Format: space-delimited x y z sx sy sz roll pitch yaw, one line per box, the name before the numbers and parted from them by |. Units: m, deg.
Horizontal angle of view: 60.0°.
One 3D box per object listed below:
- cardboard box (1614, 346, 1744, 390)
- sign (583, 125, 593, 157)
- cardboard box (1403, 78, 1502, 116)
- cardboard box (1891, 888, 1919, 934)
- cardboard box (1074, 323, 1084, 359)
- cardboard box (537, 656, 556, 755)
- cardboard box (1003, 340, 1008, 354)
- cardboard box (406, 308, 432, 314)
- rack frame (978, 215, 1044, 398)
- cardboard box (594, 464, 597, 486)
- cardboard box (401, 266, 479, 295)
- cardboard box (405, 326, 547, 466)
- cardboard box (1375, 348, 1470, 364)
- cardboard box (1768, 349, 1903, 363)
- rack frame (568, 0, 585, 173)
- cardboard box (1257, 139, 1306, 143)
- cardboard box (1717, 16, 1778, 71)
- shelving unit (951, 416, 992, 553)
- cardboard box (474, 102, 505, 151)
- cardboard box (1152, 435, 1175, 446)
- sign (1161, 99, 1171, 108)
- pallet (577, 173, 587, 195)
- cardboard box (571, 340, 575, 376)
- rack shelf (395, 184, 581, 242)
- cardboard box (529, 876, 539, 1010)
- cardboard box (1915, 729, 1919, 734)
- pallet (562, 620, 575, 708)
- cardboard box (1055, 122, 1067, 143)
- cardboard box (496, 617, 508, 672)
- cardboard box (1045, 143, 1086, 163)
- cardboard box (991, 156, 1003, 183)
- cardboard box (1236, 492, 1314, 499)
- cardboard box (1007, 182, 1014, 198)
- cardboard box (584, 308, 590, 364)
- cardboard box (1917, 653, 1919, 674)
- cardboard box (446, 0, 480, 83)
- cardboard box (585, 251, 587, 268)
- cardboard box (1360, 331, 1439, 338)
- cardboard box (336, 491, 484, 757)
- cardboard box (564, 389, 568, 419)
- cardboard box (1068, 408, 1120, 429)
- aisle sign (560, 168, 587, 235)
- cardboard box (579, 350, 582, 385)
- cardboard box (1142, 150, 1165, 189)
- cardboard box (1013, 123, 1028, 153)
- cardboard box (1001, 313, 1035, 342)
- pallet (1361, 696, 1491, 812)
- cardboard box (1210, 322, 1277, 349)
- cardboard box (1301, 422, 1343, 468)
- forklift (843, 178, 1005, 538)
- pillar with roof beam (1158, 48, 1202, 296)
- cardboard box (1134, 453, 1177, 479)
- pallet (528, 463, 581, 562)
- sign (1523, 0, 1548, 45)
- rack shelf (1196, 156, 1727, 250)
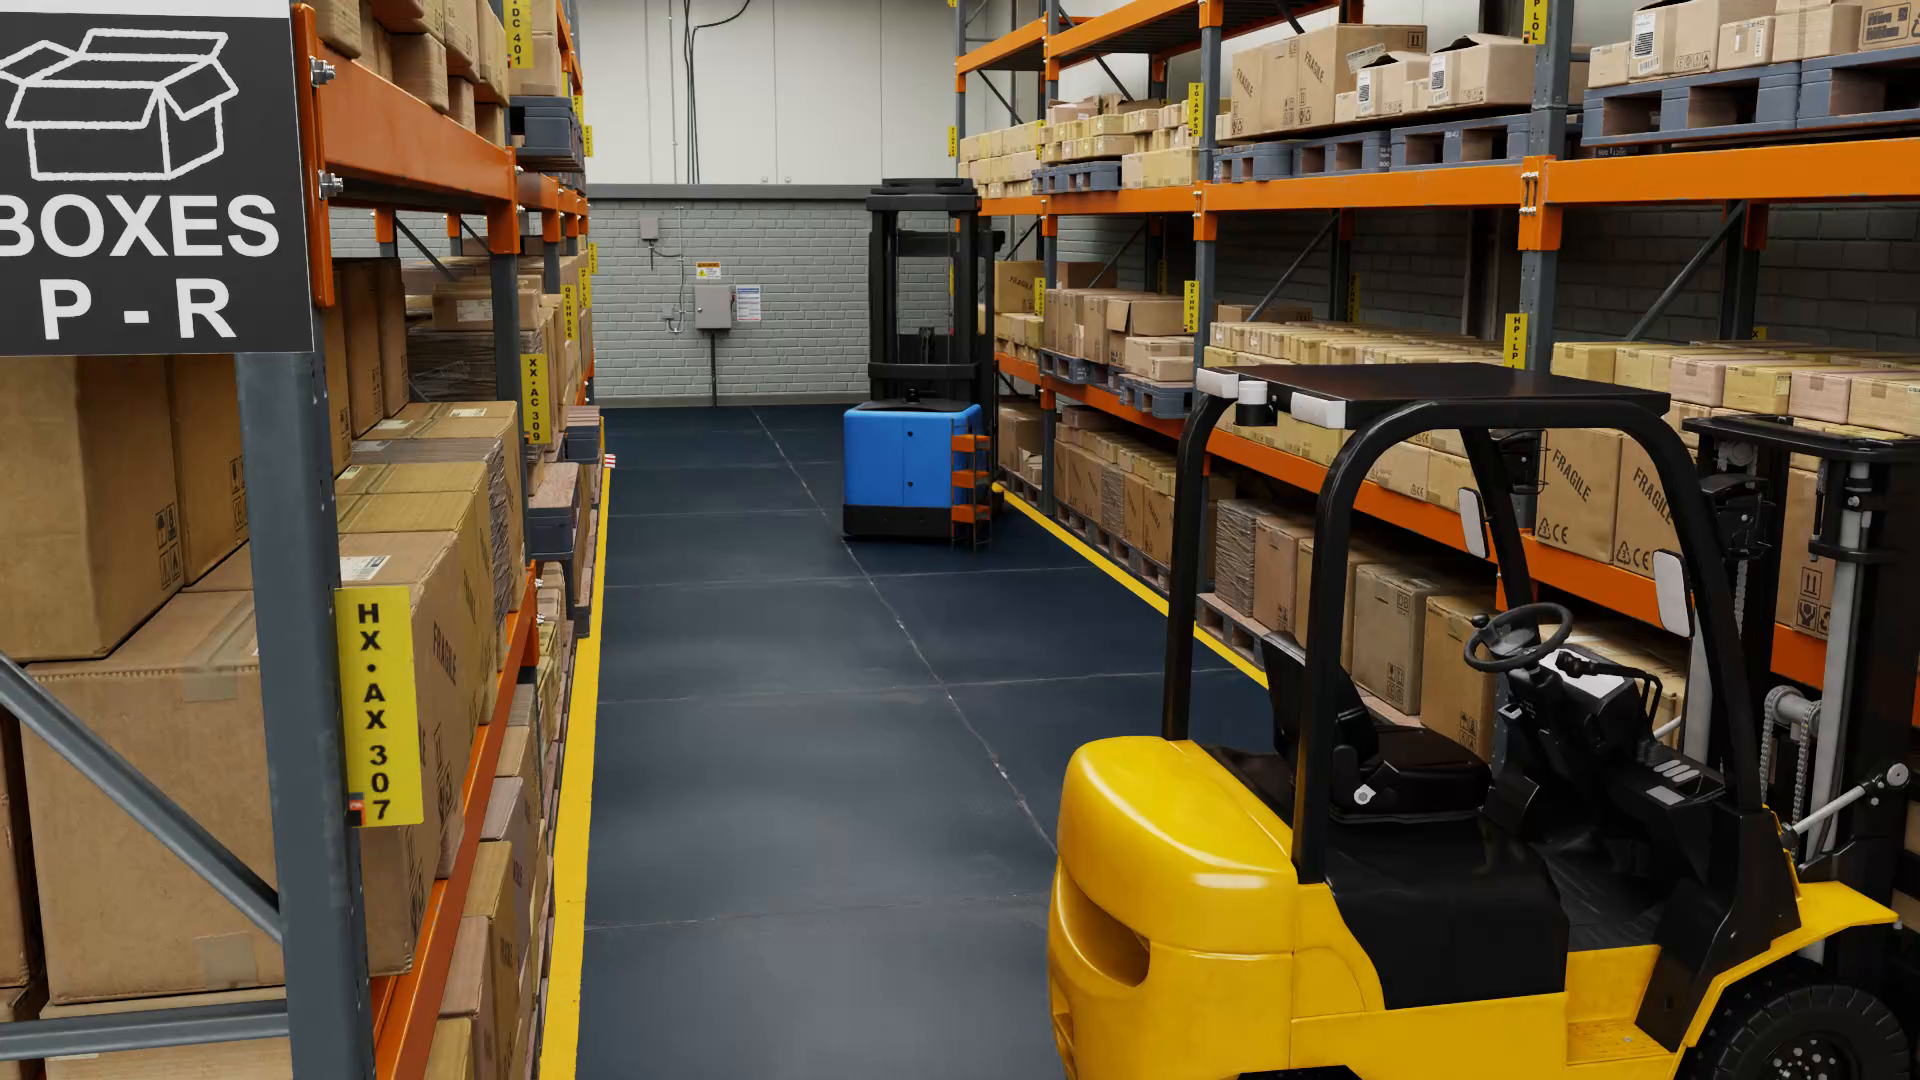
cardboard box | 2.717 -0.649 6.284 0.380 0.149 0.250 -2 11 -10
sign | -3.878 -4.155 17.323 0.100 0.325 0.005 -2 11 -11
cardboard box | 2.277 -2.044 7.673 0.380 0.149 0.250 -2 11 -11
cardboard box | 2.957 1.120 4.682 0.500 0.250 0.500 -2 11 -12
cardboard box | 1.127 -1.587 13.247 0.396 0.266 0.258 -2 11 -8
cardboard box | -2.327 0.790 7.429 0.950 0.372 0.625 -1 11 -7
cardboard box | 0.640 -1.925 16.459 0.380 0.149 0.250 -2 11 -11
cardboard box | -2.689 -0.827 7.831 0.500 0.500 0.500 -3 11 -13
rack frame | 0.455 -2.449 18.541 1.000 3.000 0.127 -2 11 -11
cardboard box | -3.827 -0.765 15.423 0.875 0.438 0.875 -2 11 -13
cardboard box | -3.215 -1.426 10.225 0.500 0.500 0.500 -2 11 -13
cardboard box | -1.889 -0.565 6.455 0.500 0.500 0.500 -2 11 -10
cardboard box | 2.270 -0.858 8.178 0.380 0.149 0.250 -2 11 -12
cardboard box | 3.220 -0.619 6.127 0.380 0.149 0.250 -2 11 -12
rack frame | -4.413 -5.215 17.028 1.000 3.000 0.127 -2 11 -11
cardboard box | 2.174 -2.653 10.926 0.380 0.149 0.250 -2 11 -10
cardboard box | 2.728 -1.619 5.441 0.380 0.149 0.250 -2 11 -9
shelving unit | 0.090 -0.441 13.205 0.252 1.050 0.215 10 14 41
cardboard box | -1.718 -1.370 5.522 0.380 0.149 0.250 -2 11 -11
cardboard box | 1.776 -0.764 13.518 0.380 0.149 0.250 -2 11 -9
sign | 1.777 -3.657 14.430 0.100 0.325 0.005 -2 11 -11
pallet | -4.259 -3.562 16.604 1.003 0.211 1.213 -2 11 -11
cardboard box | -2.898 -1.261 11.363 0.500 0.250 0.500 -2 11 -11
rack shelf | -3.246 -2.287 11.594 1.077 0.370 4.000 -2 11 -11
cardboard box | -1.587 1.274 5.214 0.500 0.250 0.500 -2 11 -13
cardboard box | 3.379 0.766 5.206 0.500 0.250 0.500 -2 11 -12
pallet | -2.707 0.713 9.387 1.003 0.211 1.213 -2 11 -11
cardboard box | 0.990 -3.302 13.485 0.380 0.149 0.250 -2 11 -12
cardboard box | -1.517 0.291 4.819 0.380 0.149 0.250 -2 11 -12
cardboard box | 0.917 -3.203 13.761 0.380 0.149 0.250 -2 11 -10
cardboard box | 0.603 -3.623 16.291 0.500 0.250 0.500 -2 11 -12
cardboard box | 2.204 -0.047 11.486 0.500 0.500 0.500 -2 11 -9
cardboard box | 0.663 -3.357 15.958 0.380 0.149 0.250 -2 11 -10
cardboard box | -3.654 -1.863 15.193 0.500 0.500 0.500 -2 11 -11
cardboard box | 3.022 0.166 4.533 0.500 0.500 0.500 -2 11 -12
cardboard box | -1.545 -1.355 4.376 0.500 0.250 0.500 -2 11 -12
cardboard box | -3.863 -2.543 16.091 0.500 0.500 0.500 -2 11 -11
cardboard box | 2.514 -1.110 9.505 0.380 0.149 0.250 -2 11 -11
cardboard box | -1.326 0.186 3.632 0.500 0.500 0.500 -2 11 -12
cardboard box | -2.347 -0.741 9.114 0.380 0.149 0.250 -2 11 -11
cardboard box | 1.139 -1.037 14.154 0.380 0.149 0.250 -3 11 -14
aisle sign | -4.123 -3.569 17.474 0.394 0.787 0.004 -2 11 -11
cardboard box | -3.301 -1.387 13.364 0.500 0.250 0.500 -2 11 -12
cardboard box | 1.574 -2.559 11.498 0.500 0.250 0.500 -2 11 -11
cardboard box | 0.791 -3.683 15.273 0.500 0.250 0.500 -2 11 -12
cardboard box | 0.699 -2.056 16.079 0.500 0.250 0.500 -2 11 -11
pallet | 2.607 0.988 7.940 1.003 0.211 1.213 -2 11 -11
cardboard box | 1.784 -1.280 10.398 0.380 0.149 0.250 -2 11 -9
cardboard box | 2.157 -0.536 8.891 0.500 0.250 0.500 -2 11 -9
forklift | -0.204 -1.682 14.695 1.130 2.935 3.031 2 11 10
pillar with roof beam | -2.241 -4.666 14.146 9.100 9.000 0.400 -2 11 -11
cardboard box | 1.519 -0.555 12.416 0.380 0.149 0.250 -2 11 -12
pallet | -2.085 -0.118 6.808 1.003 0.211 1.213 -2 11 -11
sign | 2.258 -2.109 6.506 0.100 0.325 0.005 -2 11 -11
rack shelf | 2.400 -1.735 8.691 1.077 0.370 4.000 -2 11 -11
